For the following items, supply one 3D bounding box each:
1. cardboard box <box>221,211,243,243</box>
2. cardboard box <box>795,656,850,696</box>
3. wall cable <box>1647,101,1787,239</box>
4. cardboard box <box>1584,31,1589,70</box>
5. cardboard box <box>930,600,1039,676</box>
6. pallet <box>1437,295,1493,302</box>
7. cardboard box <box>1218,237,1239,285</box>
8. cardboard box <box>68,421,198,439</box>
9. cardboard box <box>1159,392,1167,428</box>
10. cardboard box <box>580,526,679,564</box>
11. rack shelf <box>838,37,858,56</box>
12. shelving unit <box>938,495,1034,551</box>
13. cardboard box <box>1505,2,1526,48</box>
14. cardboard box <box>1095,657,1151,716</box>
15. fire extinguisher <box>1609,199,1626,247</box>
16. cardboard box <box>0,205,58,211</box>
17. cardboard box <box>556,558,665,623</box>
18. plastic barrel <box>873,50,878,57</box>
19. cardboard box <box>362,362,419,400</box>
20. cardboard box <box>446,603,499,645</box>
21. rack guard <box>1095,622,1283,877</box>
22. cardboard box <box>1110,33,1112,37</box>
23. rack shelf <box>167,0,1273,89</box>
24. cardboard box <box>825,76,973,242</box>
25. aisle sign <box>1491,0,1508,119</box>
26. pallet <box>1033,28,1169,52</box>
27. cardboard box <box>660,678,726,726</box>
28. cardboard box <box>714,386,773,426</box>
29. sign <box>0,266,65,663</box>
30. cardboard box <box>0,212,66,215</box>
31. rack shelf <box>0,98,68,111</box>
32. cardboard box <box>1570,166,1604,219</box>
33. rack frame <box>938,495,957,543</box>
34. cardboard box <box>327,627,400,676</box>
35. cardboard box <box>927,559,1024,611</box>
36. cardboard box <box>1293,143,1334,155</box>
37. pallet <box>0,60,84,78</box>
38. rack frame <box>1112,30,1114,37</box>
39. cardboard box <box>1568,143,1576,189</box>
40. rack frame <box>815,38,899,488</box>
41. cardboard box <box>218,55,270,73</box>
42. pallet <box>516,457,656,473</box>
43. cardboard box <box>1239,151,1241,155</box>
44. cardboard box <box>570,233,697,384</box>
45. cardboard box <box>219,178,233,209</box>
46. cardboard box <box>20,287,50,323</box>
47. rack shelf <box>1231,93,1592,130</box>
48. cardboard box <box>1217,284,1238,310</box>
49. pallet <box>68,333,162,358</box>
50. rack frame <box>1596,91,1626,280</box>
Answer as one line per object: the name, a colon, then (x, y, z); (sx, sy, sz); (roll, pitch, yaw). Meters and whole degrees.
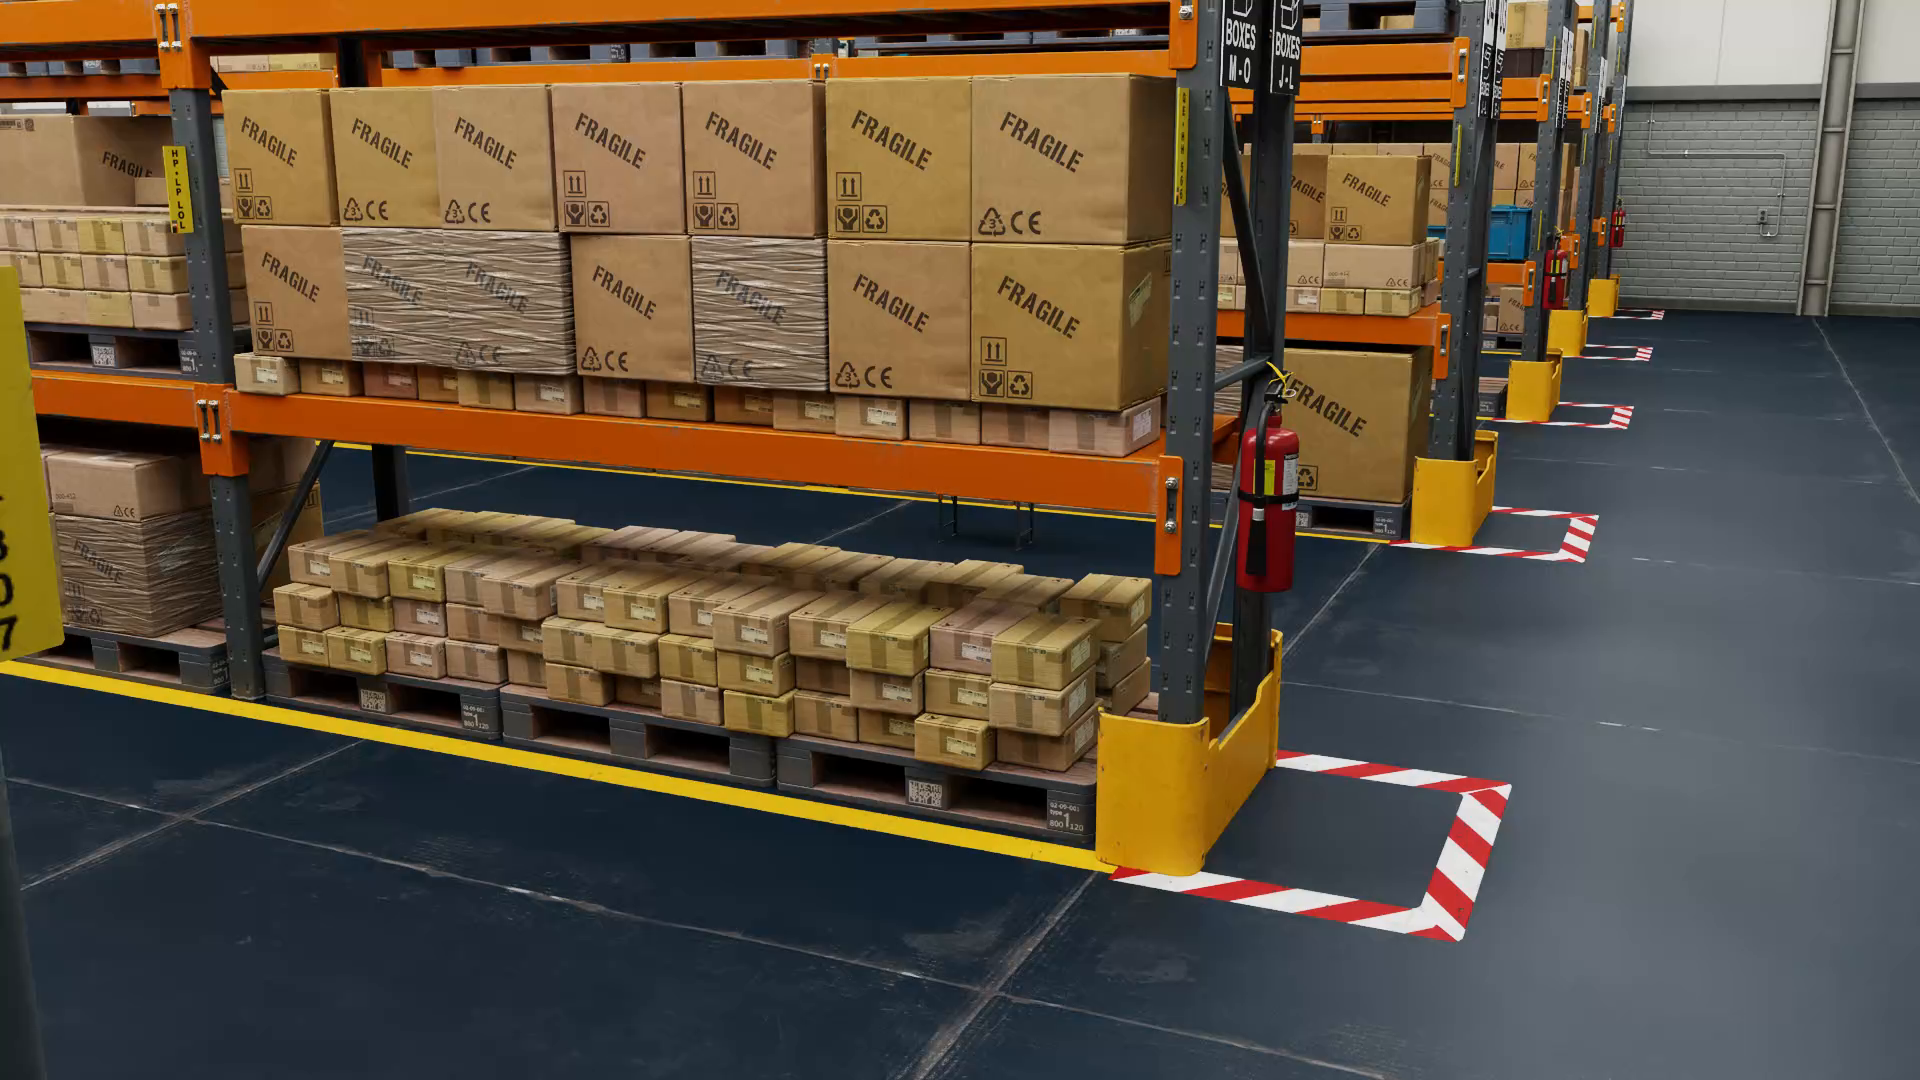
cardboard box: (-3.208, -1.425, 7.589); (0.250, 0.149, 0.380); (6, 15, 25)
cardboard box: (-0.398, 0.429, 6.029); (0.250, 0.149, 0.380); (6, 14, 23)
wall cable: (10.555, -5.230, 23.253); (1.851, 1.984, 0.084); (6, 14, 23)
cardboard box: (8.431, -6.780, 23.065); (0.500, 0.500, 0.500); (5, 14, 21)
cardboard box: (0.087, 0.337, 5.773); (0.250, 0.149, 0.380); (6, 15, 24)
pallet: (7.126, -3.470, 24.079); (1.213, 0.211, 1.003); (6, 14, 23)
cardboard box: (1.502, -1.708, 10.144); (0.500, 0.250, 0.500); (5, 14, 21)
cardboard box: (-3.833, -0.421, 7.894); (0.500, 0.250, 0.500); (6, 15, 25)
cardboard box: (0.717, -0.502, 5.878); (0.250, 0.149, 0.380); (6, 14, 23)
cardboard box: (-1.375, 0.059, 6.955); (0.250, 0.149, 0.380); (5, 14, 21)
rack shelf: (-0.142, -7.957, 26.418); (4.000, 0.370, 1.077); (6, 14, 23)
shelving unit: (0.151, -0.569, 9.553); (0.503, 1.200, 0.258); (6, 14, 23)
cardboard box: (6.098, -5.725, 18.614); (0.500, 0.500, 0.700); (6, 14, 23)
cardboard box: (0.531, 0.542, 6.199); (0.250, 0.149, 0.380); (6, 15, 24)
fire extinguisher: (8.952, -4.327, 22.614); (0.183, 0.674, 0.296); (6, 14, 23)
cardboard box: (-4.619, -1.568, 8.200); (0.250, 0.149, 0.380); (7, 15, 26)
cardboard box: (-1.337, 0.192, 6.390); (0.250, 0.149, 0.380); (5, 14, 21)
plastic barrel: (-0.645, -4.926, 16.397); (0.433, 0.535, 0.433); (0, 13, 0)
cardboard box: (-2.119, -0.657, 6.539); (0.250, 0.149, 0.380); (5, 14, 21)
cardboard box: (-1.824, 0.288, 6.630); (0.250, 0.149, 0.380); (5, 14, 20)
rack guard: (0.811, 0.684, 5.746); (0.348, 0.500, 1.175); (6, 14, 23)
cardboard box: (1.689, -5.938, 20.573); (0.600, 0.600, 0.600); (5, 14, 21)
rack shelf: (-0.948, -1.821, 5.958); (4.000, 0.370, 1.077); (6, 14, 23)
cardboard box: (-0.102, -1.243, 5.429); (0.500, 0.500, 0.500); (5, 14, 21)
aisle sign: (3.169, -2.874, 9.747); (0.004, 0.787, 0.394); (6, 14, 23)
pallet: (1.180, -3.149, 10.236); (1.213, 0.211, 1.003); (6, 14, 23)
cardboard box: (-0.900, 0.547, 6.178); (0.250, 0.149, 0.380); (6, 15, 24)
cardboard box: (-0.674, -0.512, 5.922); (0.250, 0.149, 0.380); (5, 14, 21)
sign: (-0.802, -0.058, 1.368); (0.005, 0.325, 0.100); (6, 14, 23)
cardboard box: (-4.168, -1.361, 7.317); (0.250, 0.149, 0.380); (5, 14, 21)
rack shelf: (-9.818, -3.958, 15.065); (4.000, 0.370, 1.077); (6, 14, 23)
cardboard box: (8.530, -4.847, 23.190); (0.700, 0.700, 0.980); (7, 15, 26)
rack frame: (-0.072, -0.591, 9.649); (0.015, 1.200, 0.240); (6, 14, 23)
cardboard box: (-2.331, 0.413, 6.751); (0.250, 0.149, 0.380); (6, 15, 25)
cardboard box: (0.060, 0.198, 6.364); (0.250, 0.149, 0.380); (6, 14, 23)
cardboard box: (4.129, -4.377, 19.434); (0.500, 0.500, 0.500); (5, 14, 21)
pallet: (-7.469, -3.952, 13.878); (1.003, 0.211, 1.213); (6, 14, 23)
rack frame: (1.331, -5.878, 15.106); (0.127, 3.000, 1.000); (6, 14, 23)
cardboard box: (6.699, -4.253, 18.906); (0.500, 0.500, 0.500); (6, 15, 25)
rack frame: (-0.675, -1.923, 11.382); (0.127, 3.000, 1.000); (6, 14, 23)
cardboard box: (-5.326, -3.716, 12.787); (0.500, 0.250, 0.500); (6, 14, 23)
pallet: (-2.531, -0.733, 12.418); (1.213, 0.211, 1.003); (6, 14, 23)
cardboard box: (4.349, -5.634, 24.643); (0.500, 0.250, 0.500); (6, 15, 24)
cardboard box: (-1.023, -0.849, 5.938); (0.500, 0.500, 0.500); (7, 15, 26)
cardboard box: (-5.393, -2.618, 13.209); (0.500, 0.500, 0.700); (8, 16, 32)
cardboard box: (-3.914, -1.044, 7.270); (0.250, 0.149, 0.380); (5, 14, 20)
rack shelf: (5.169, -4.916, 19.150); (4.000, 0.370, 1.077); (6, 14, 23)
cardboard box: (1.588, -1.489, 10.083); (0.250, 0.149, 0.380); (5, 14, 22)
pallet: (-4.608, -0.998, 7.862); (1.213, 0.211, 1.003); (6, 14, 23)
rack frame: (9.001, -4.656, 23.032); (0.127, 3.000, 1.000); (6, 14, 23)
